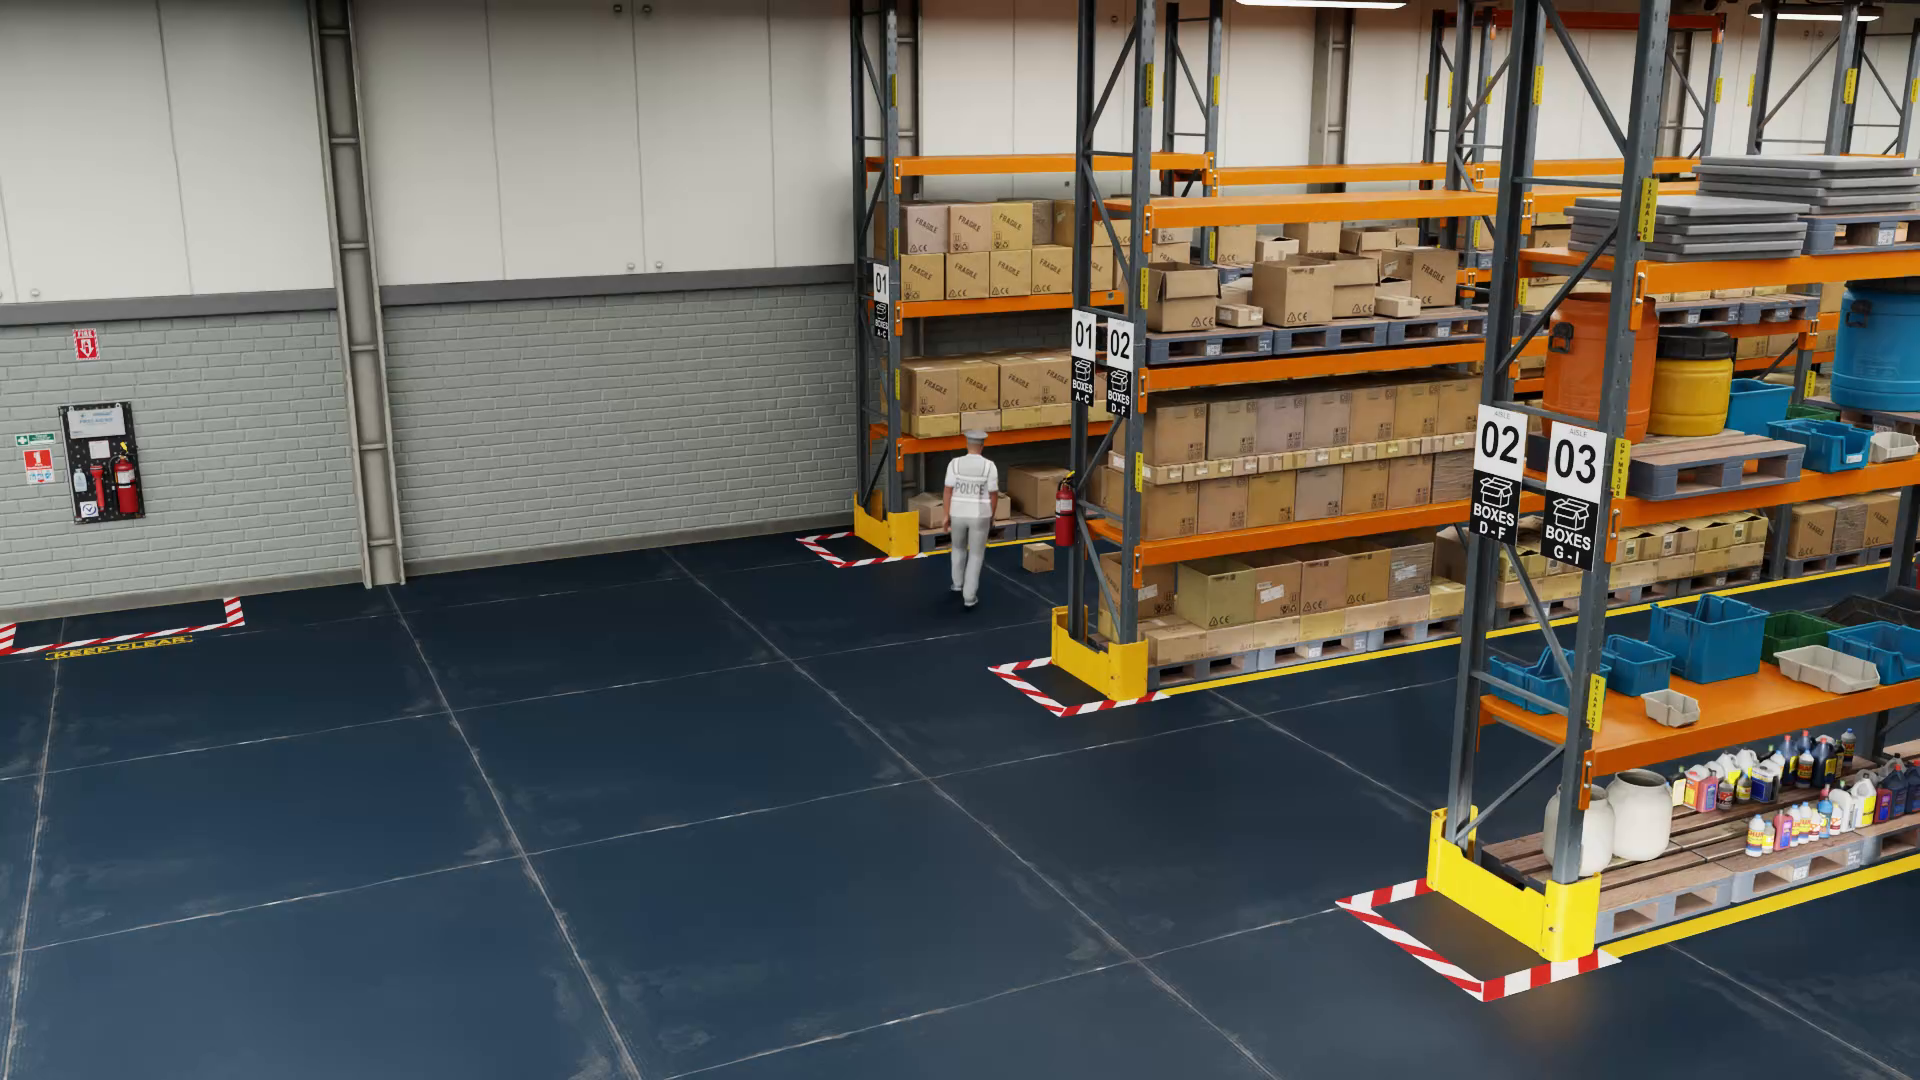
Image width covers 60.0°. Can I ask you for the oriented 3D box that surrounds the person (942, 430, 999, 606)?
[{"bbox_3d":[0.106,-0.229,16.721,0.581,1.744,0.832,4,16,14],"label":"person"}]
